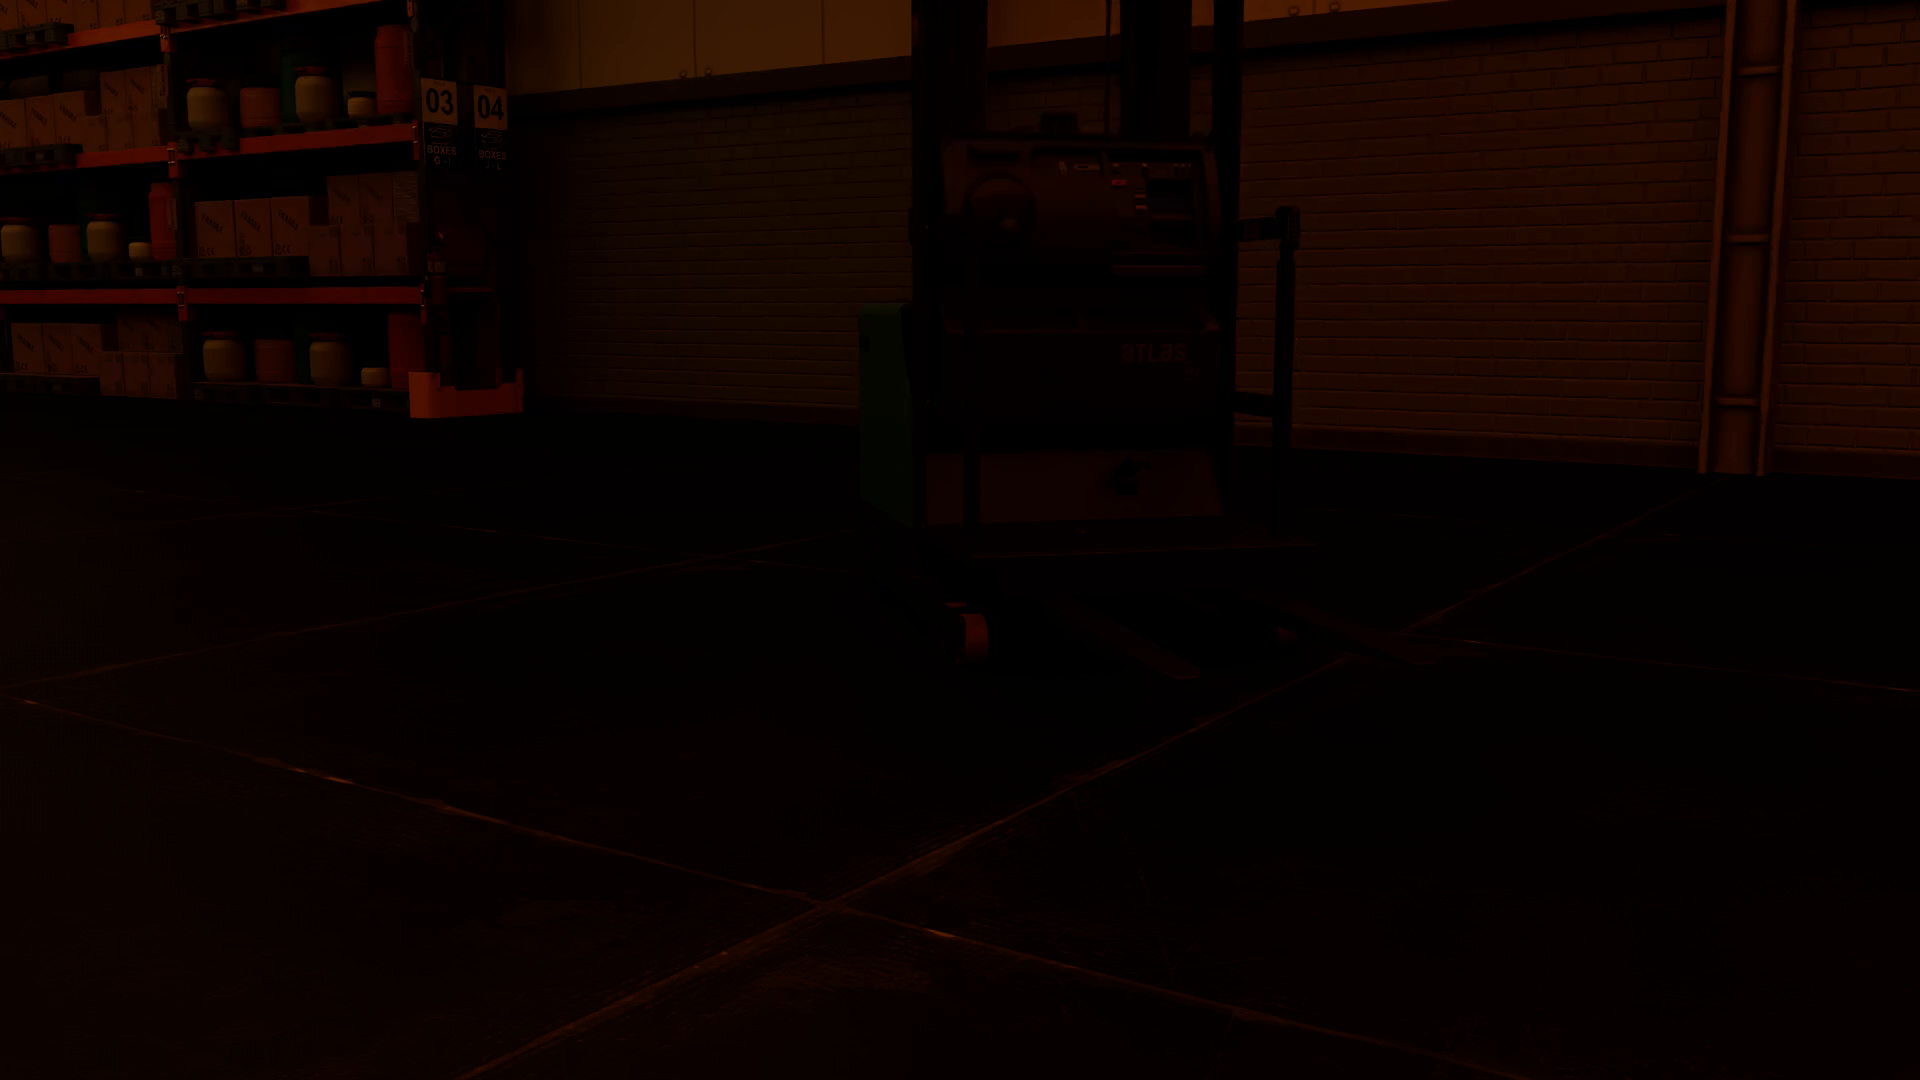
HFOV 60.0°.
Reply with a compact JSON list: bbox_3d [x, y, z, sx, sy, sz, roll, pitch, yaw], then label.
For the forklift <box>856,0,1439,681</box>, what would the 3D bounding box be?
[{"bbox_3d":[0.447,-1.132,5.153,1.130,2.935,3.031,-2,8,-14],"label":"forklift"}]
